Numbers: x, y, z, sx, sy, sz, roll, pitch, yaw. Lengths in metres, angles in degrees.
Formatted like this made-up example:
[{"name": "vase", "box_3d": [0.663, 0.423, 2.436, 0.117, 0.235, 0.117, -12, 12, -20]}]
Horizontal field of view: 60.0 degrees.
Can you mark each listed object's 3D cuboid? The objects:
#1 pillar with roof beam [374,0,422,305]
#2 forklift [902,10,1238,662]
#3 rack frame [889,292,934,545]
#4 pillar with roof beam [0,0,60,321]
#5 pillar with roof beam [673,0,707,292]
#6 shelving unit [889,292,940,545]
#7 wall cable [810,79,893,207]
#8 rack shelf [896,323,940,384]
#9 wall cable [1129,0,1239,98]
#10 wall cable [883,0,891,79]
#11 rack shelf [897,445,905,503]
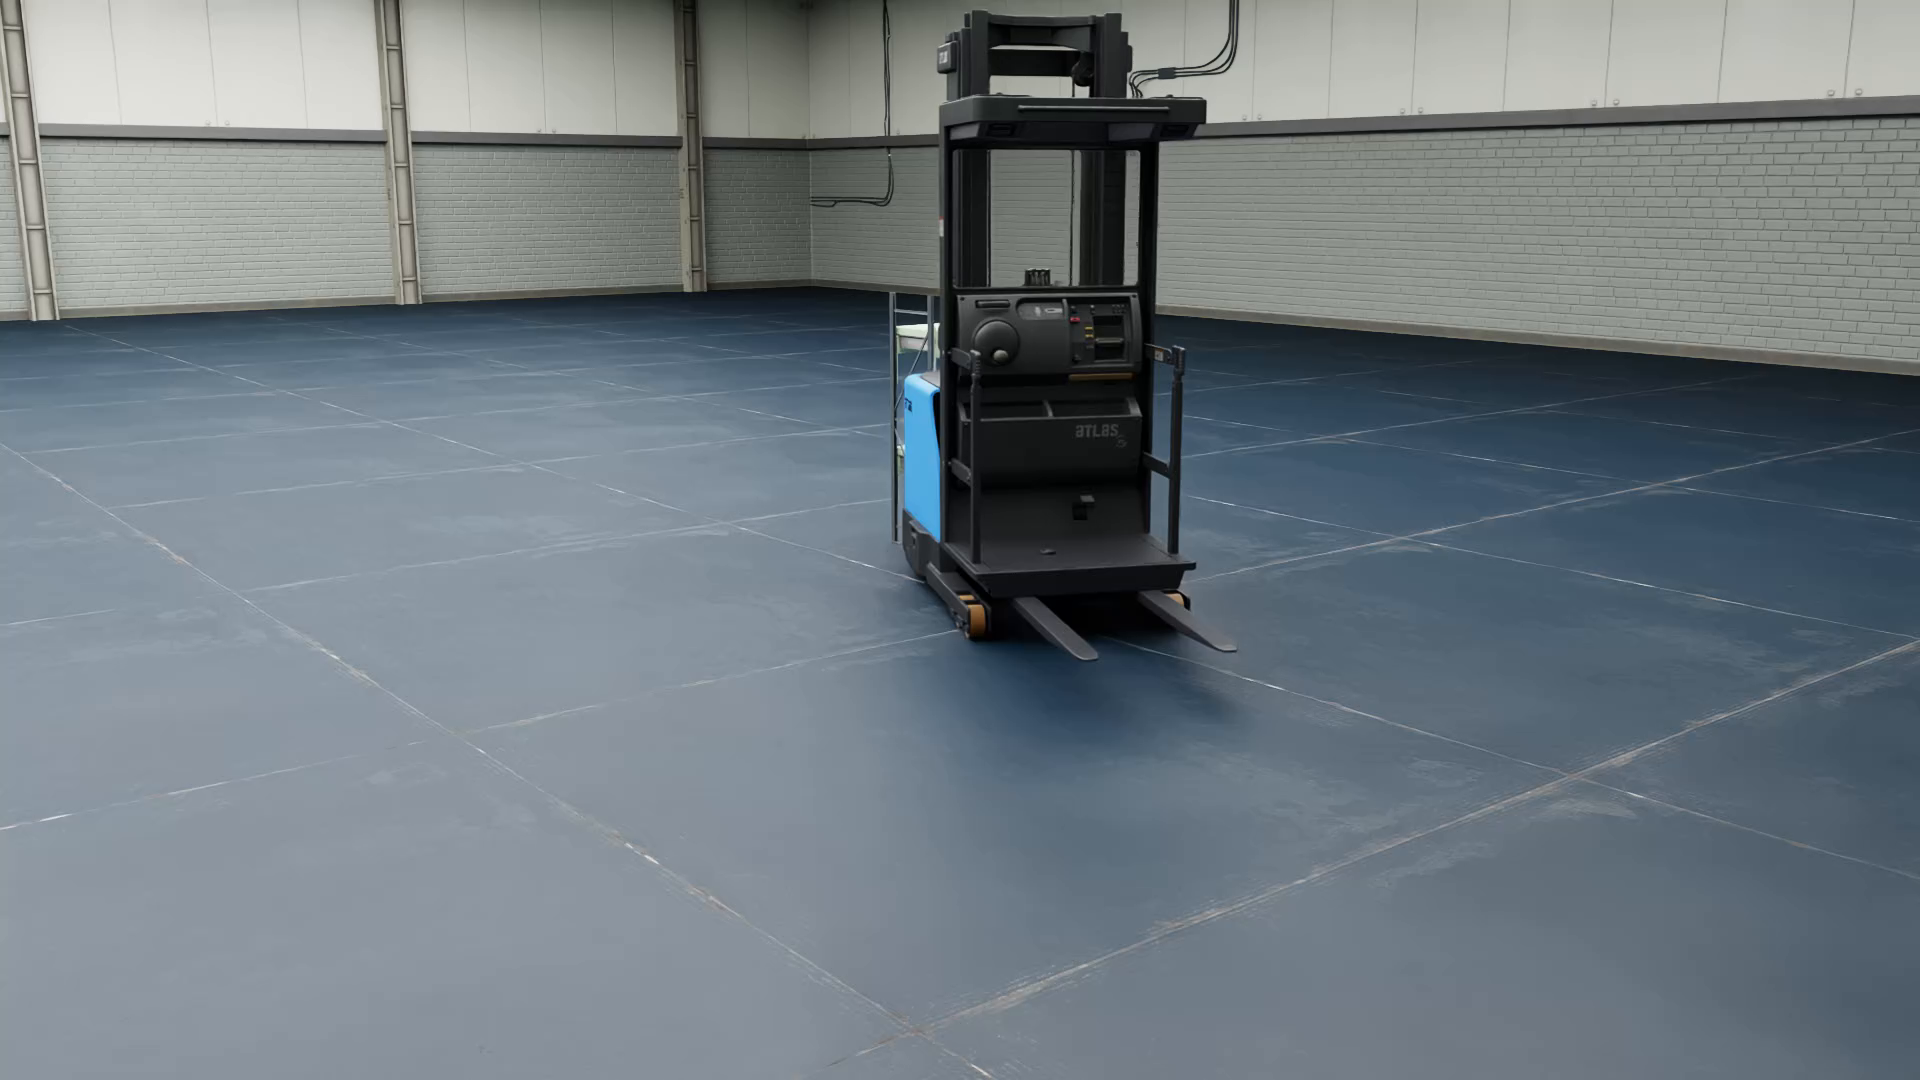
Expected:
[{"name": "pillar with roof beam", "box_3d": [-7.457, -8.051, 26.380, 0.400, 9.000, 9.100, -9, 15, -38]}, {"name": "forklift", "box_3d": [0.495, -1.050, 8.015, 1.130, 2.935, 3.031, -3, 12, -12]}, {"name": "rack frame", "box_3d": [-0.281, -0.687, 9.753, 0.023, 1.500, 0.400, -9, 15, -38]}, {"name": "pillar with roof beam", "box_3d": [-12.142, -7.273, 22.714, 0.400, 9.000, 9.100, -9, 15, -38]}, {"name": "pillar with roof beam", "box_3d": [-2.772, -8.830, 30.047, 0.400, 9.000, 9.100, -9, 15, -38]}, {"name": "shelving unit", "box_3d": [0.005, -0.735, 9.977, 0.755, 1.500, 0.431, -9, 15, -38]}, {"name": "wall cable", "box_3d": [-2.335, -8.177, 34.448, 0.112, 2.526, 3.097, -9, 15, -38]}, {"name": "rack shelf", "box_3d": [0.005, -1.116, 9.896, 0.720, 0.370, 0.431, -9, 15, -38]}, {"name": "wall cable", "box_3d": [3.584, -9.817, 26.511, 0.169, 6.003, 2.305, -9, 15, -38]}, {"name": "wall cable", "box_3d": [-0.645, -10.209, 31.857, 0.112, 2.526, 3.097, -9, 15, -38]}, {"name": "rack shelf", "box_3d": [0.005, -0.416, 10.045, 0.720, 0.370, 0.431, -9, 15, -38]}]
